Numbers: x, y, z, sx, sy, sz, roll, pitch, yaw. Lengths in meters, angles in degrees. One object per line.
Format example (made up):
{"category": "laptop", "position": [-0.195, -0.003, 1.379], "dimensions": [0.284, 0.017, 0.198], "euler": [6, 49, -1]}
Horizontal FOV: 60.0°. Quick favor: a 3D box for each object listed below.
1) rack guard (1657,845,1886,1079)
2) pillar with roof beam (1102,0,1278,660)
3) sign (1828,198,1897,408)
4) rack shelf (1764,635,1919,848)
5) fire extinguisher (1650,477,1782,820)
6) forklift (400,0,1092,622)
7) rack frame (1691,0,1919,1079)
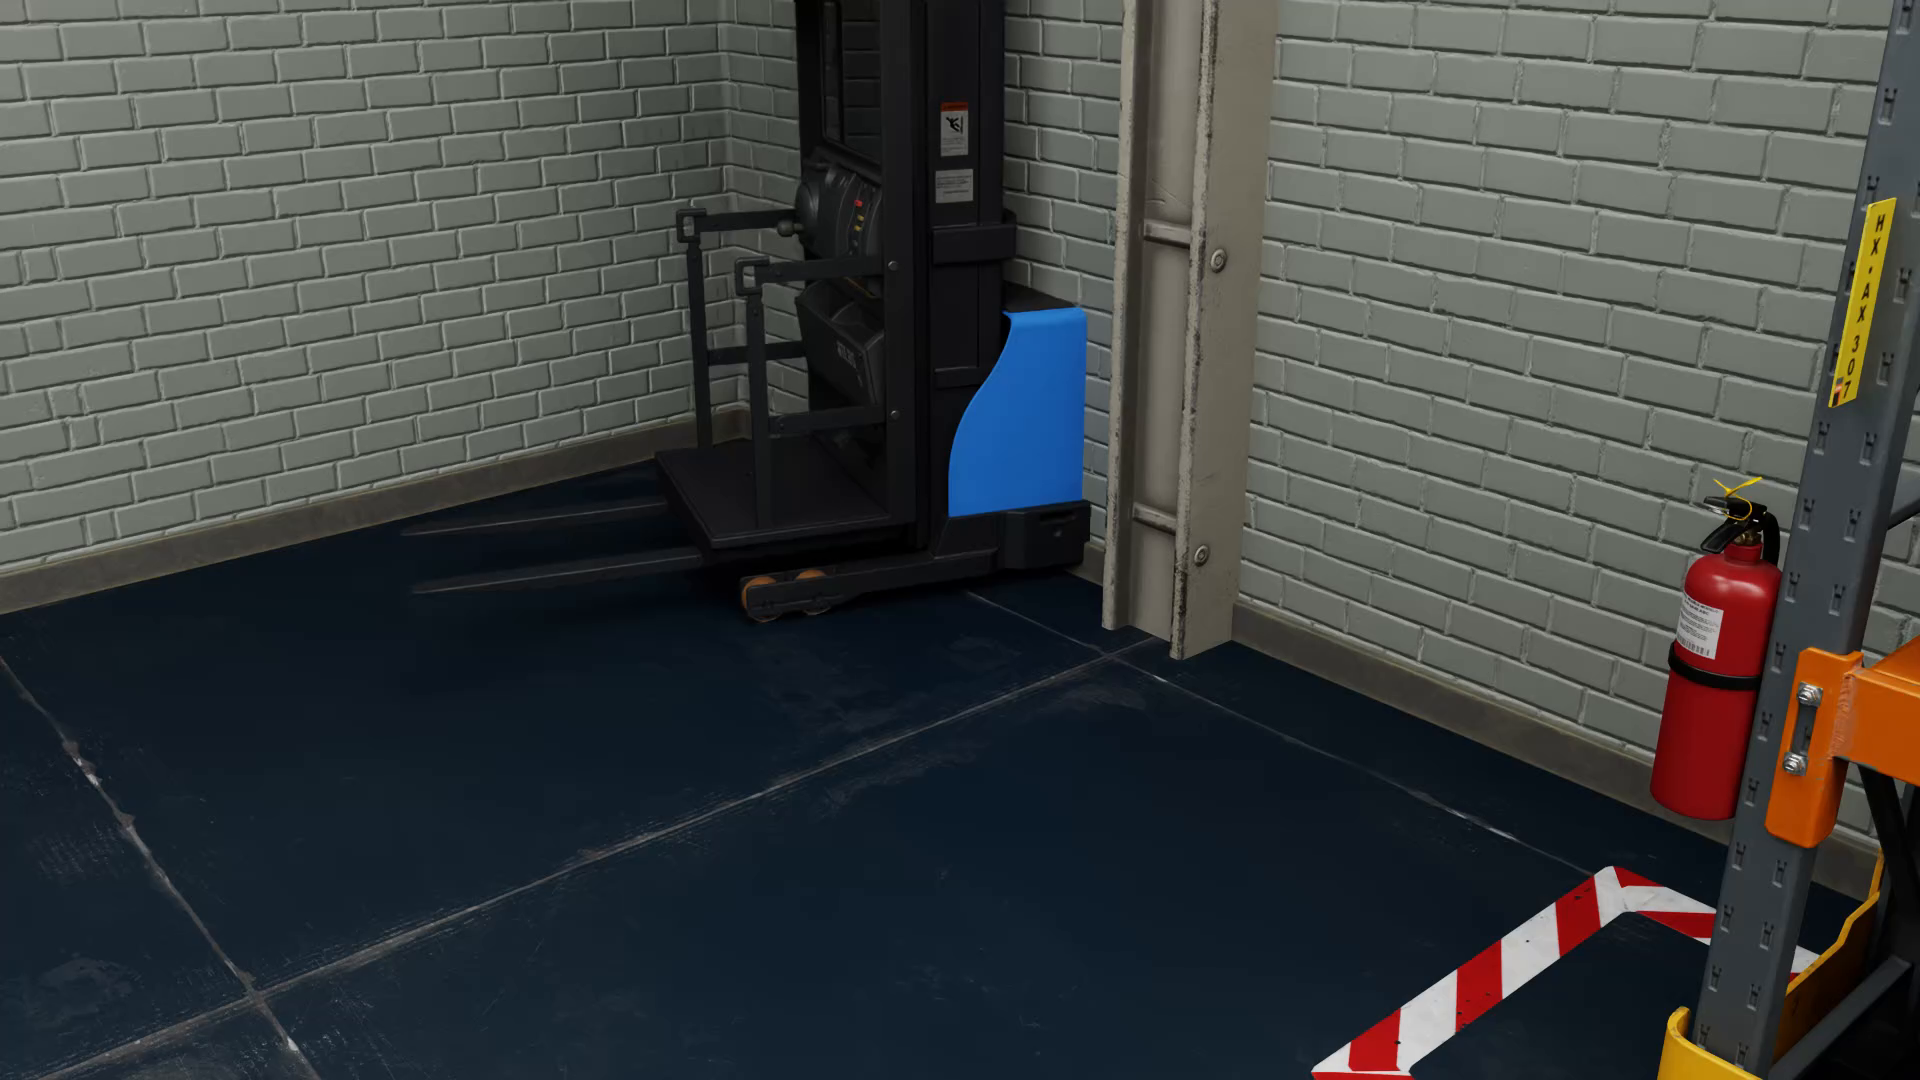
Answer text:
{"category": "rack guard", "position": [1.894, 1.084, 3.530], "dimensions": [1.175, 0.500, 0.348], "euler": [-17, 27, -37]}
{"category": "pillar with roof beam", "position": [-2.494, -2.829, 1.867], "dimensions": [9.100, 9.000, 0.400], "euler": [-17, 27, -37]}
{"category": "sign", "position": [1.434, -0.375, 2.640], "dimensions": [0.100, 0.325, 0.005], "euler": [-17, 27, -37]}
{"category": "rack shelf", "position": [3.150, 0.787, 1.848], "dimensions": [1.077, 0.370, 4.000], "euler": [-17, 27, -37]}
{"category": "fire extinguisher", "position": [1.398, 0.178, 3.033], "dimensions": [0.296, 0.674, 0.183], "euler": [-17, 27, -37]}
{"category": "forklift", "position": [-0.644, -1.276, 6.223], "dimensions": [3.031, 2.935, 1.130], "euler": [-8, 23, -19]}
{"category": "rack frame", "position": [1.845, -0.101, 3.128], "dimensions": [1.000, 3.000, 0.127], "euler": [-17, 27, -37]}
